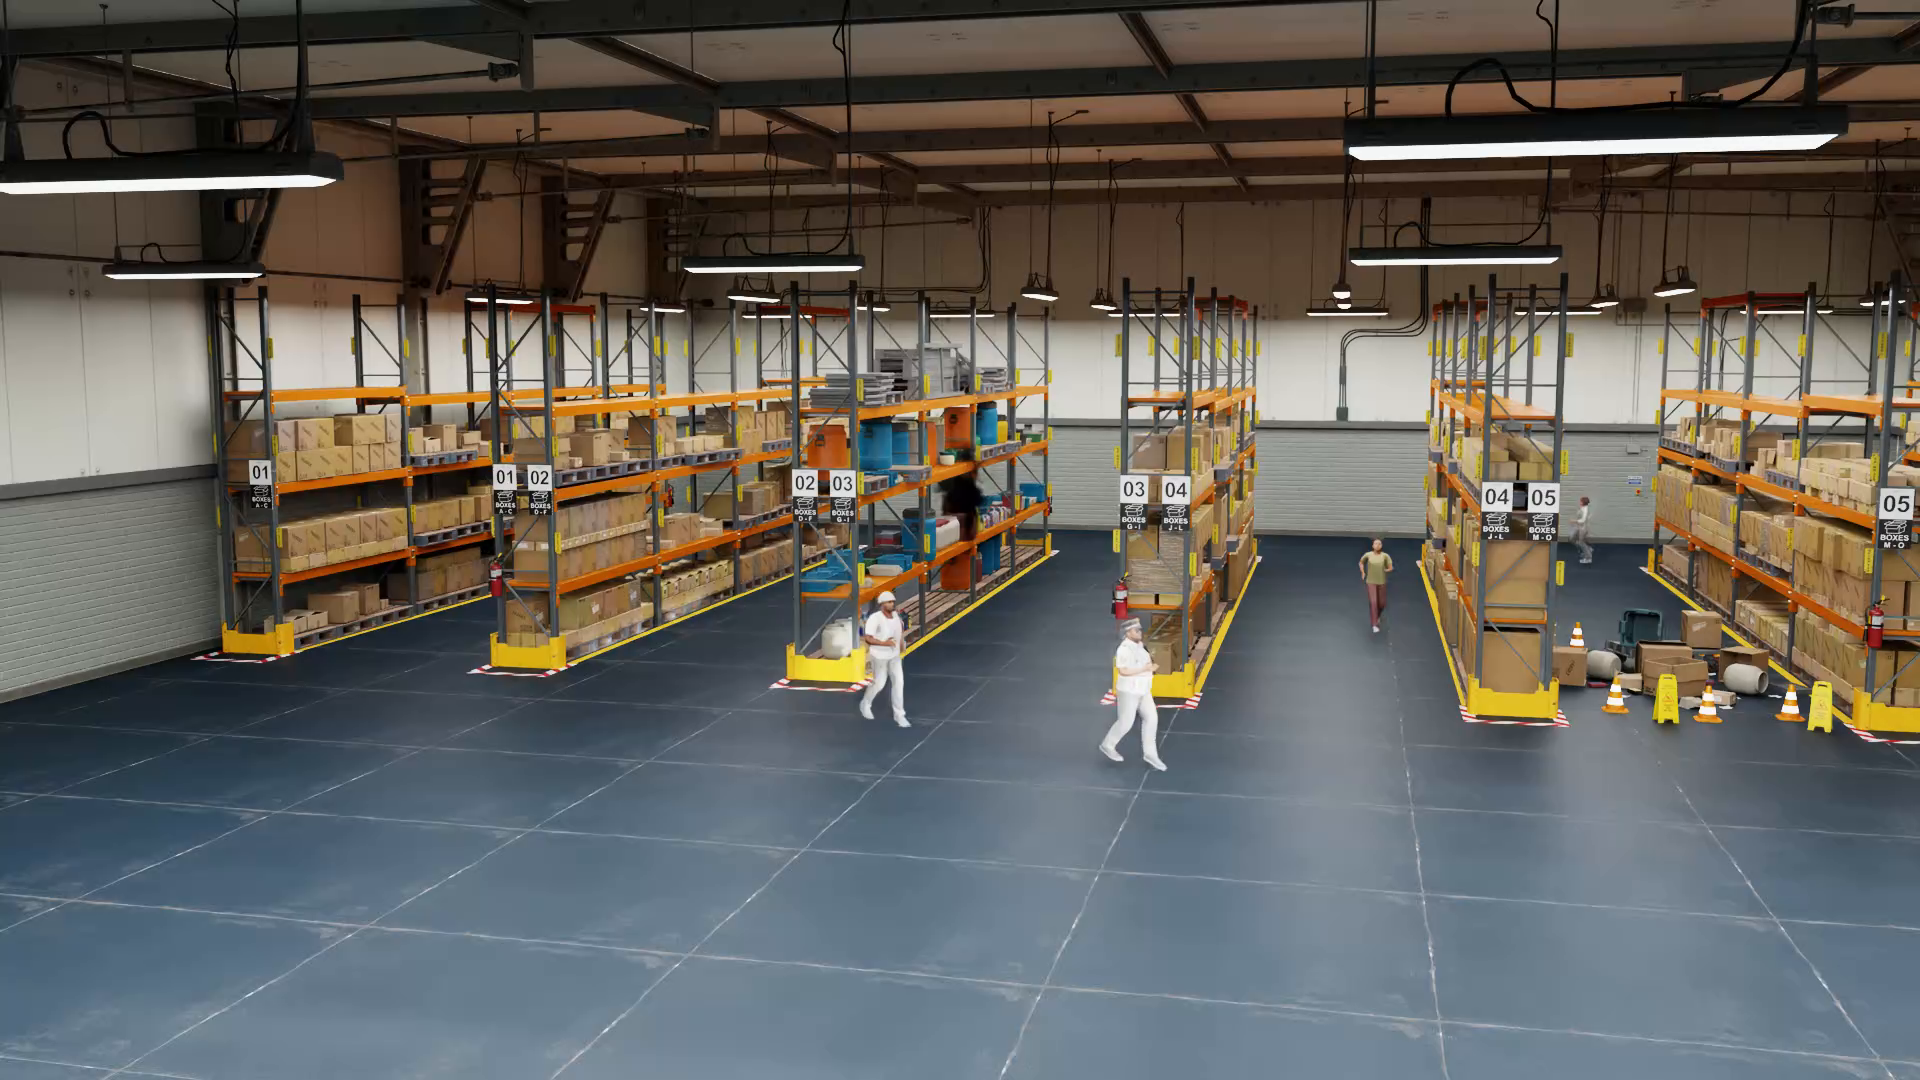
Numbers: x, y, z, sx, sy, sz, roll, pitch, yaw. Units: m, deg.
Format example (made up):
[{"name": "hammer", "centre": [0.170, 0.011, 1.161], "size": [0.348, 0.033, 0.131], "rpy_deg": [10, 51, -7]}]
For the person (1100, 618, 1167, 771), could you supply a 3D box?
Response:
[{"name": "person", "centre": [2.076, 1.827, 19.918], "size": [0.834, 1.823, 0.651], "rpy_deg": [5, 8, 37]}]

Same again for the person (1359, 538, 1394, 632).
[{"name": "person", "centre": [7.405, 0.778, 29.586], "size": [0.585, 1.637, 0.929], "rpy_deg": [1, 7, 6]}]

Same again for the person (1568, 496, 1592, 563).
[{"name": "person", "centre": [14.531, -0.250, 38.926], "size": [0.581, 1.558, 0.516], "rpy_deg": [1, 7, 9]}]

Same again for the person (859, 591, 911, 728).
[{"name": "person", "centre": [-1.002, 1.578, 22.212], "size": [0.724, 1.816, 0.834], "rpy_deg": [-6, 9, -44]}]
